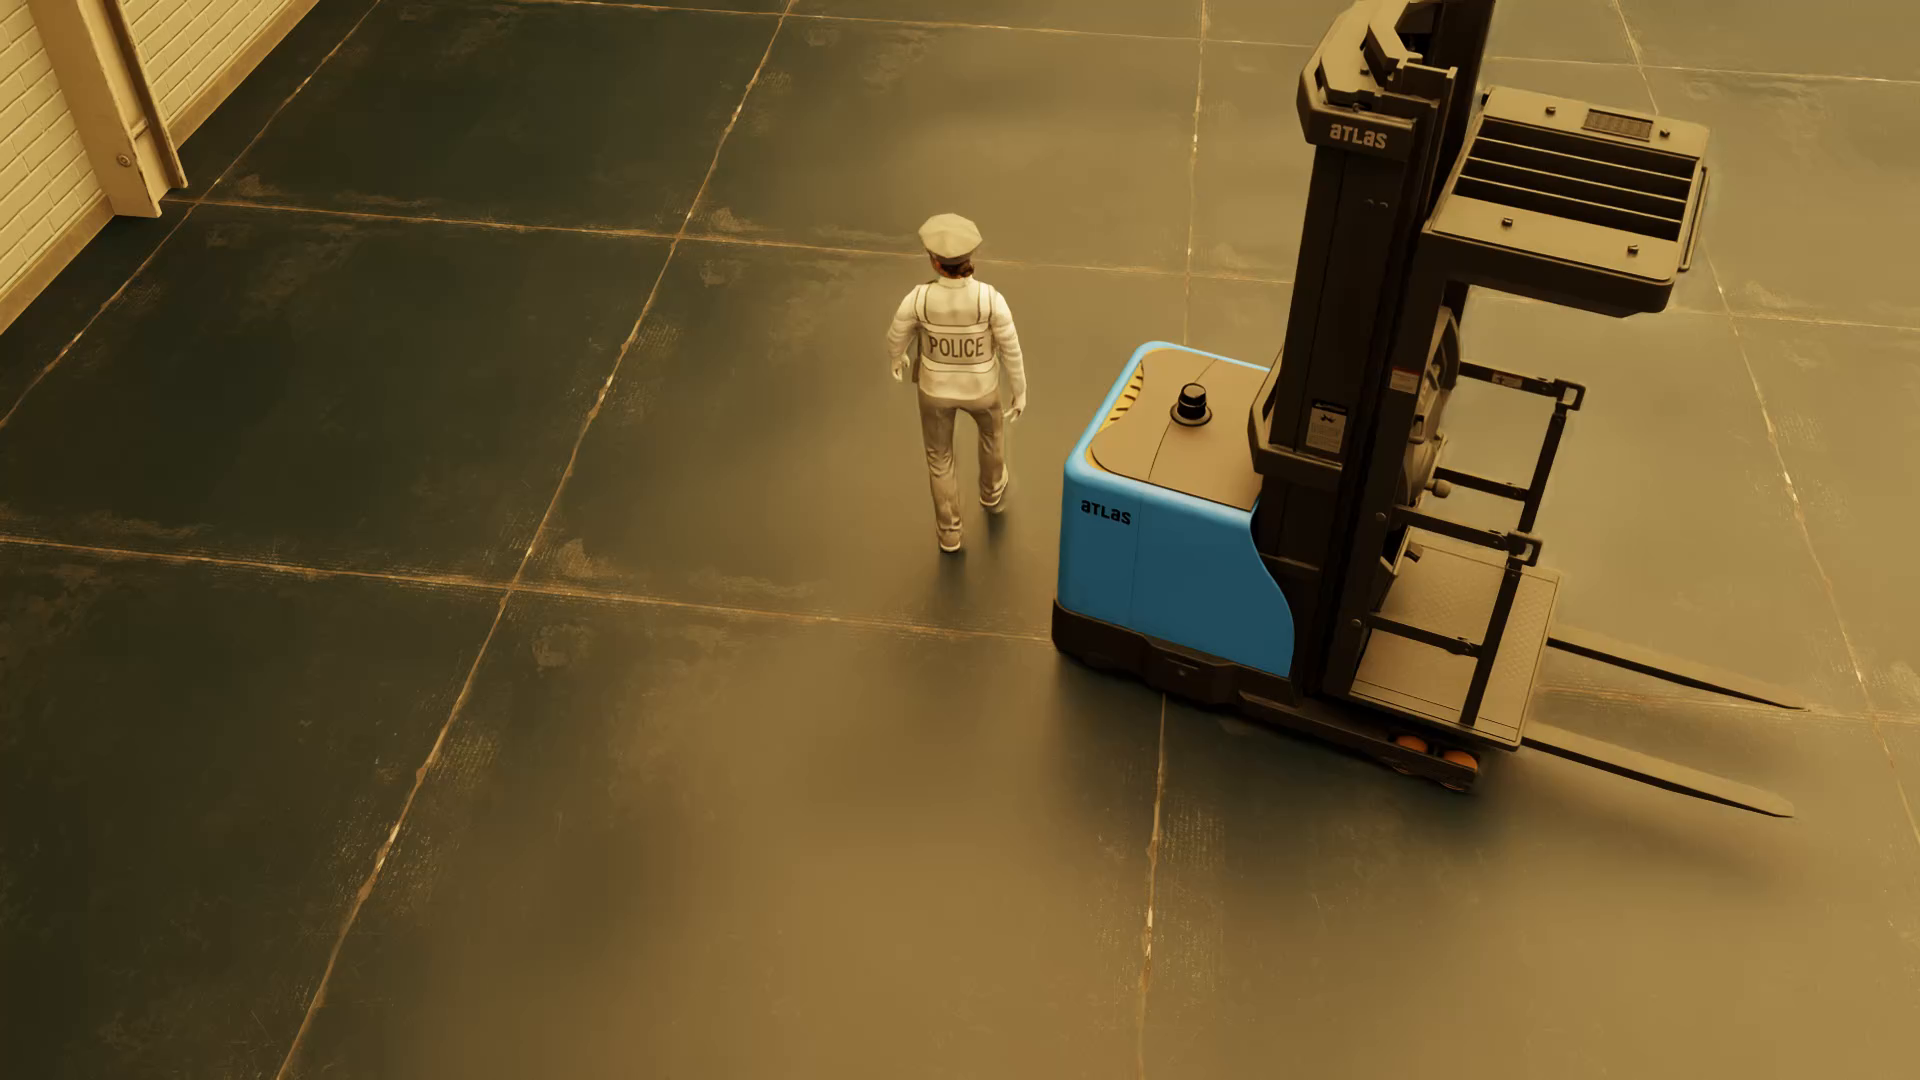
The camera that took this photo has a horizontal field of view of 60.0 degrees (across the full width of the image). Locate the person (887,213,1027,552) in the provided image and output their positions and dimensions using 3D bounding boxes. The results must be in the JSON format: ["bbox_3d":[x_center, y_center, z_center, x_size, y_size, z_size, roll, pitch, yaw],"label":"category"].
[{"bbox_3d":[-0.014,-0.741,7.488,0.615,1.643,0.609,-1,43,-1],"label":"person"}]

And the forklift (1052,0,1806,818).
[{"bbox_3d":[1.966,-0.474,6.240,3.031,2.935,1.130,17,45,18],"label":"forklift"}]
